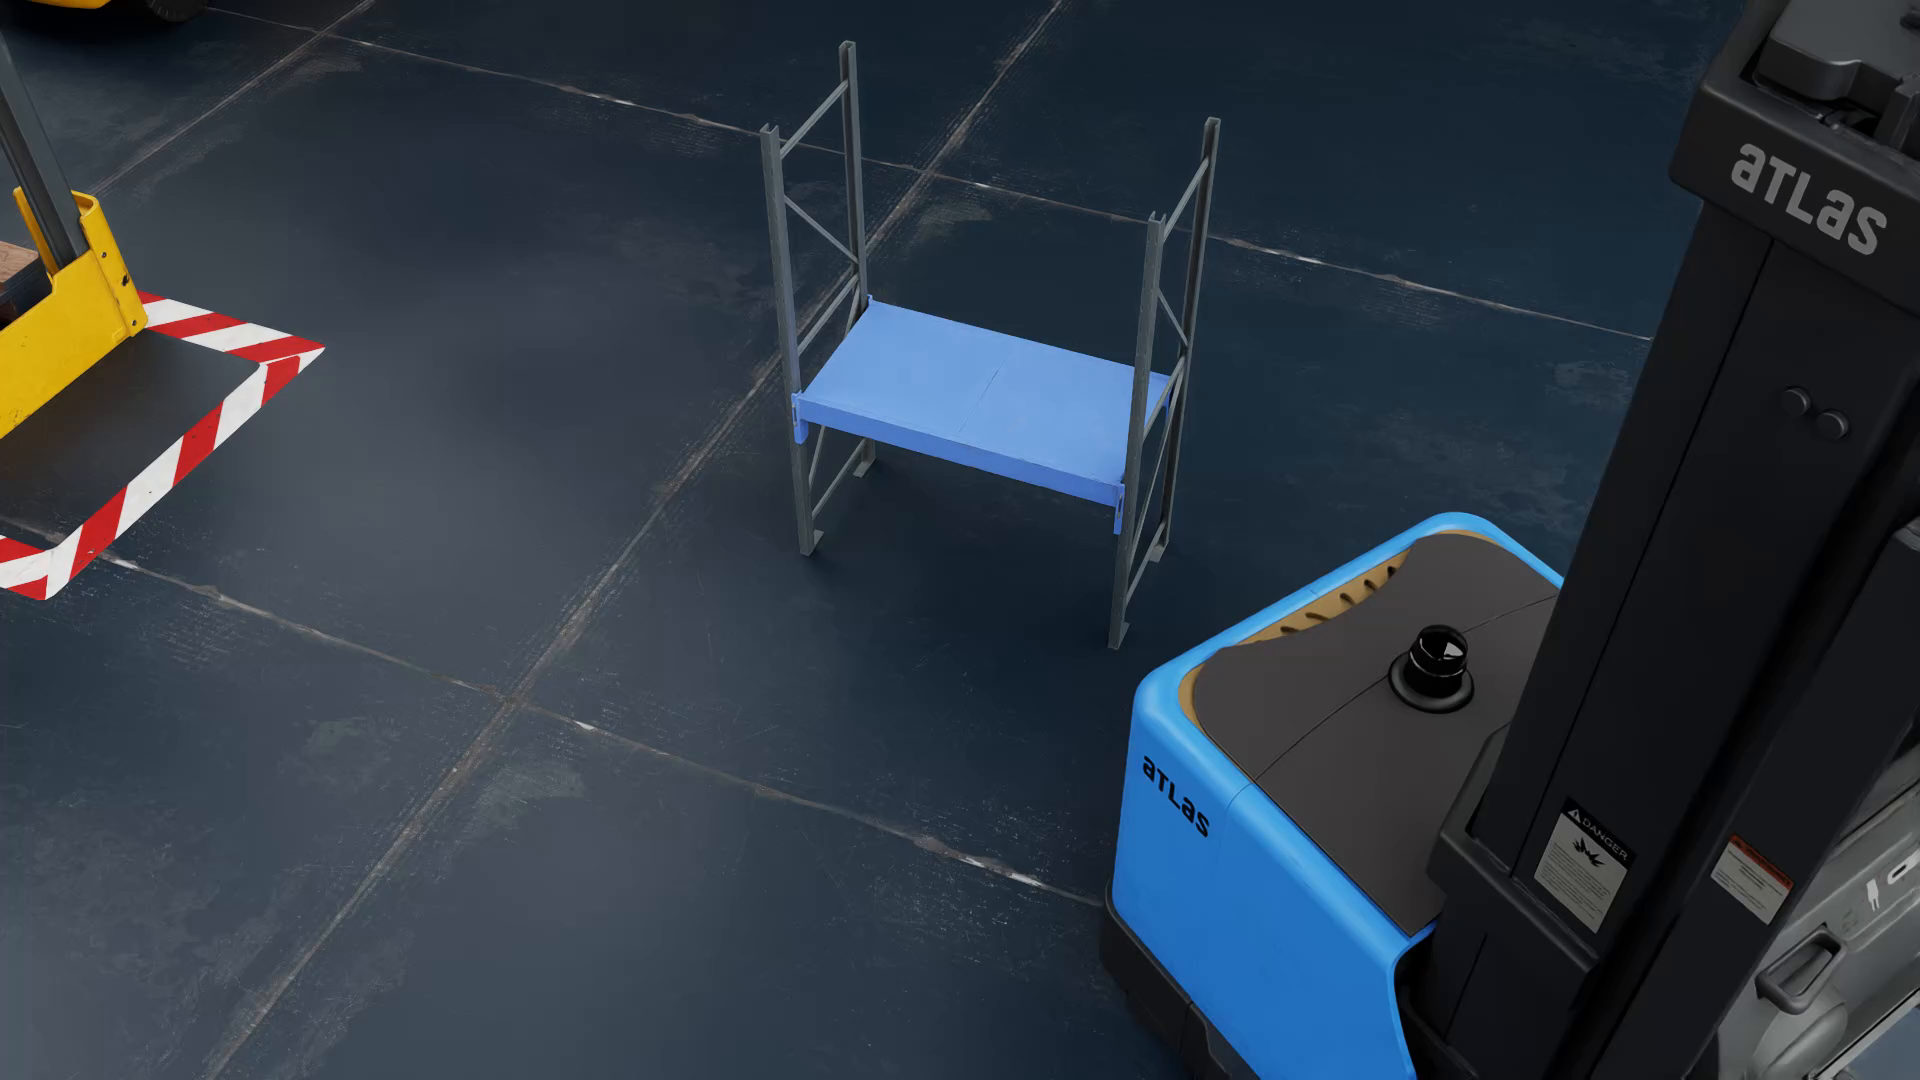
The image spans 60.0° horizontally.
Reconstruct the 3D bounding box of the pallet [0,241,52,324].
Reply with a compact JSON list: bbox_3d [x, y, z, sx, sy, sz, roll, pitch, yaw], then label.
[{"bbox_3d":[-4.052,-0.797,5.901,1.213,0.211,1.003,16,47,16],"label":"pallet"}]

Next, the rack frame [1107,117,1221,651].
[{"bbox_3d":[0.548,-0.370,4.559,0.032,1.500,0.500,16,47,16],"label":"rack frame"}]

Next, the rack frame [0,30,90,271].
[{"bbox_3d":[-3.246,-1.521,4.652,0.127,3.000,1.000,16,47,16],"label":"rack frame"}]

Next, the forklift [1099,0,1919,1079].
[{"bbox_3d":[1.591,0.683,2.486,1.130,2.935,3.031,-26,50,-24],"label":"forklift"}]

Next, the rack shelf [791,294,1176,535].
[{"bbox_3d":[0.079,-0.381,4.825,1.000,0.185,0.538,16,47,16],"label":"rack shelf"}]

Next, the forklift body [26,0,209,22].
[{"bbox_3d":[-3.790,-3.780,7.524,1.214,2.155,2.313,16,47,16],"label":"forklift body"}]

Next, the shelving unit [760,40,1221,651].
[{"bbox_3d":[0.079,-0.508,4.698,1.048,1.500,0.538,16,47,16],"label":"shelving unit"}]

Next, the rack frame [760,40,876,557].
[{"bbox_3d":[-0.390,-0.647,4.836,0.032,1.500,0.500,16,47,16],"label":"rack frame"}]

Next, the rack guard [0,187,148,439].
[{"bbox_3d":[-3.316,-0.656,5.555,0.348,0.500,1.175,16,47,16],"label":"rack guard"}]
